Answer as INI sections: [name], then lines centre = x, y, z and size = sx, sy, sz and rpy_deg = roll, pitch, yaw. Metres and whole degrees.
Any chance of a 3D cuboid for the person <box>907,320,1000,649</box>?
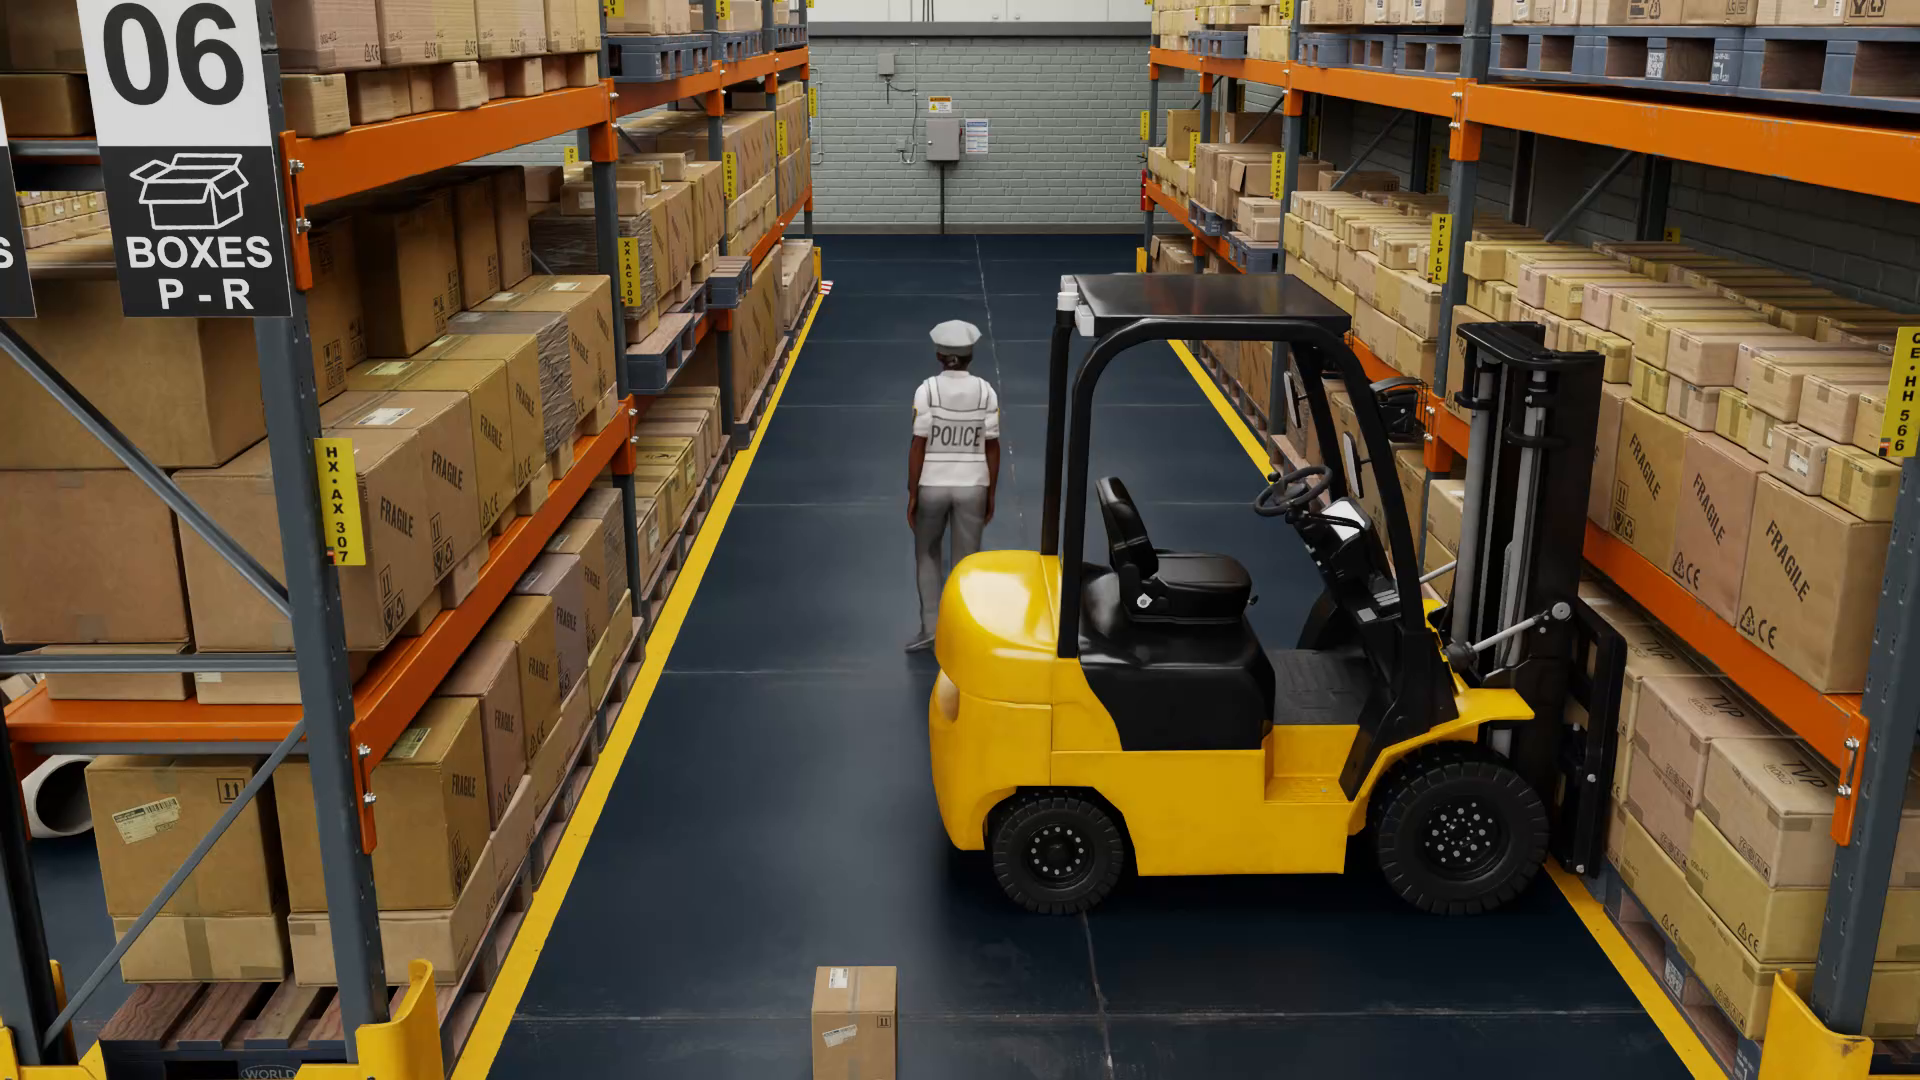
[person]
centre = -0.030, -0.191, 8.198
size = 0.475, 1.728, 0.511
rpy_deg = -2, 17, -6
